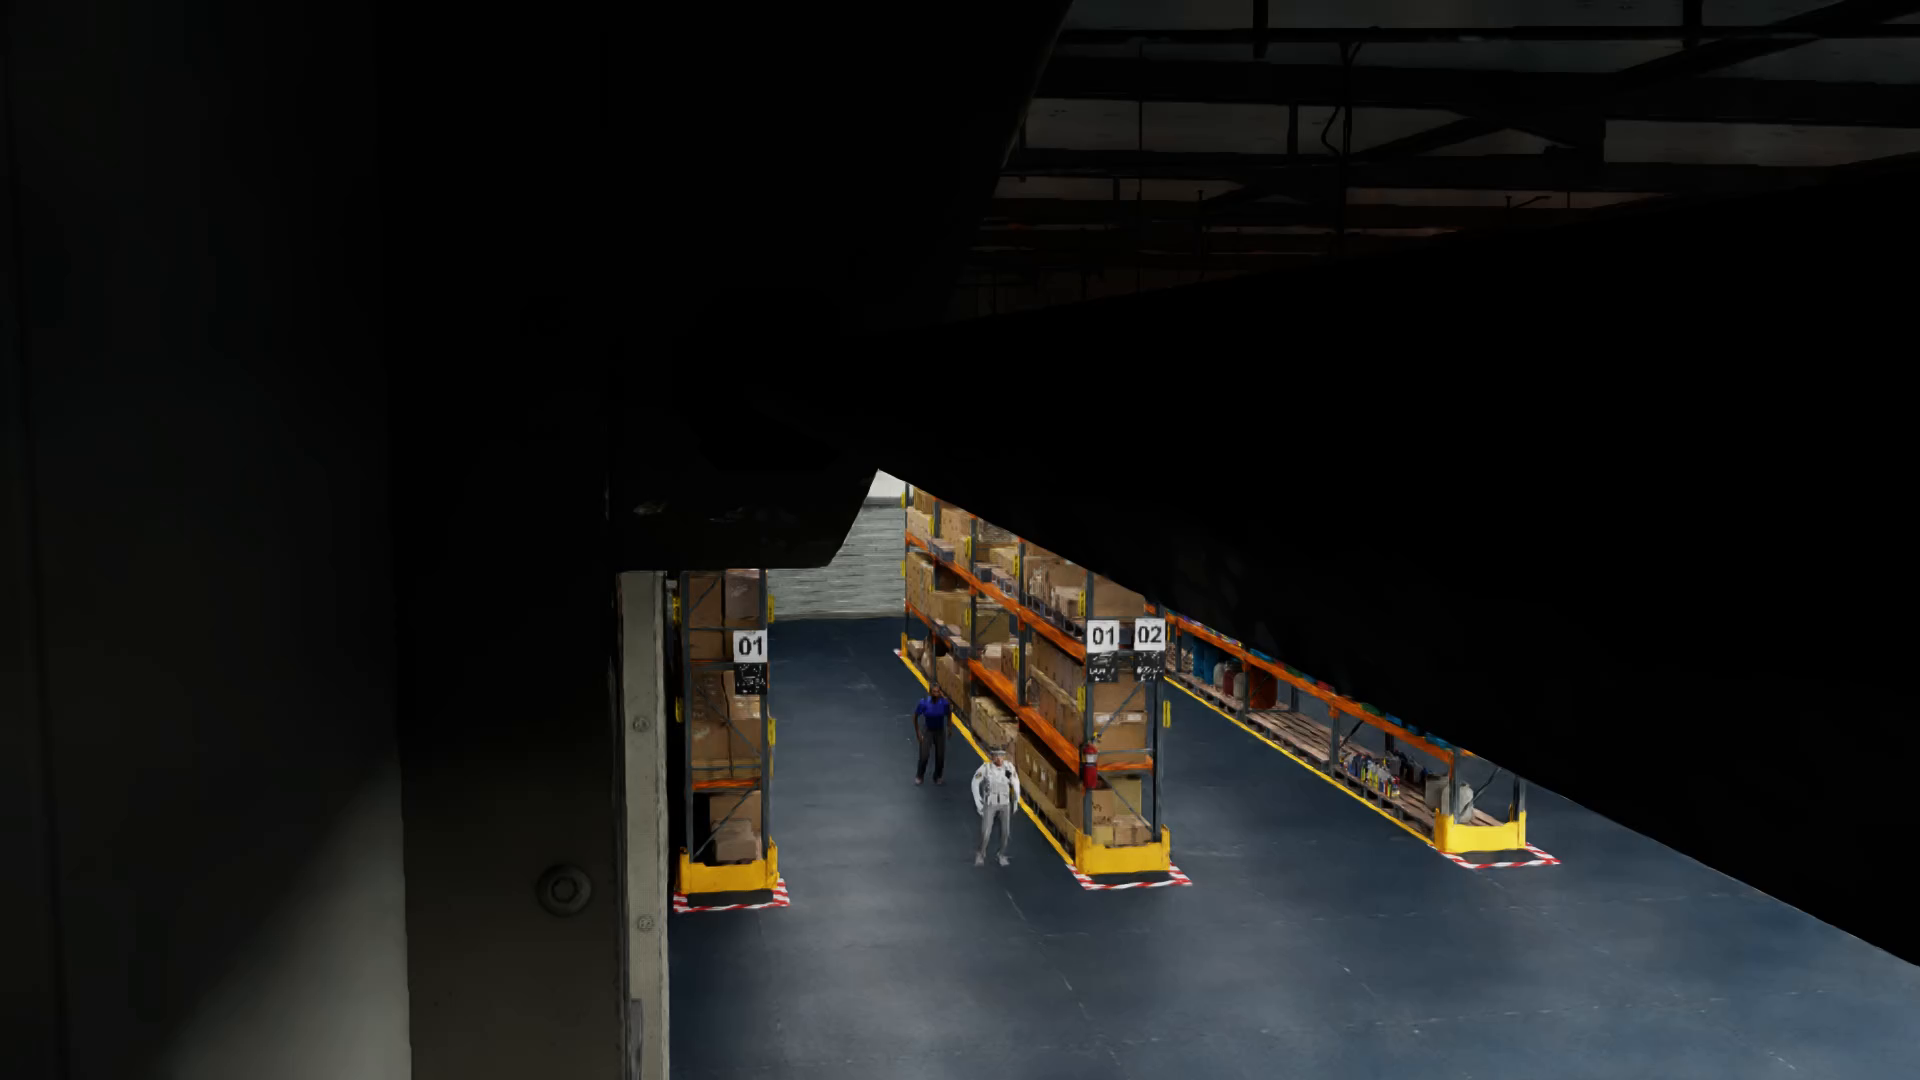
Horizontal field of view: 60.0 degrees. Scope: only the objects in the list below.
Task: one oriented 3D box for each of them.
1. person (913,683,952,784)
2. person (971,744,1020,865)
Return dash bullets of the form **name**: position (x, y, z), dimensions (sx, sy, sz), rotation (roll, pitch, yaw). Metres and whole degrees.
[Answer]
- **person**: position (-0.413, 2.930, 25.207), dimensions (0.592, 1.604, 0.518), rotation (-1, 6, -12)
- **person**: position (0.454, 3.345, 21.094), dimensions (0.639, 1.627, 0.512), rotation (-1, 6, -11)
